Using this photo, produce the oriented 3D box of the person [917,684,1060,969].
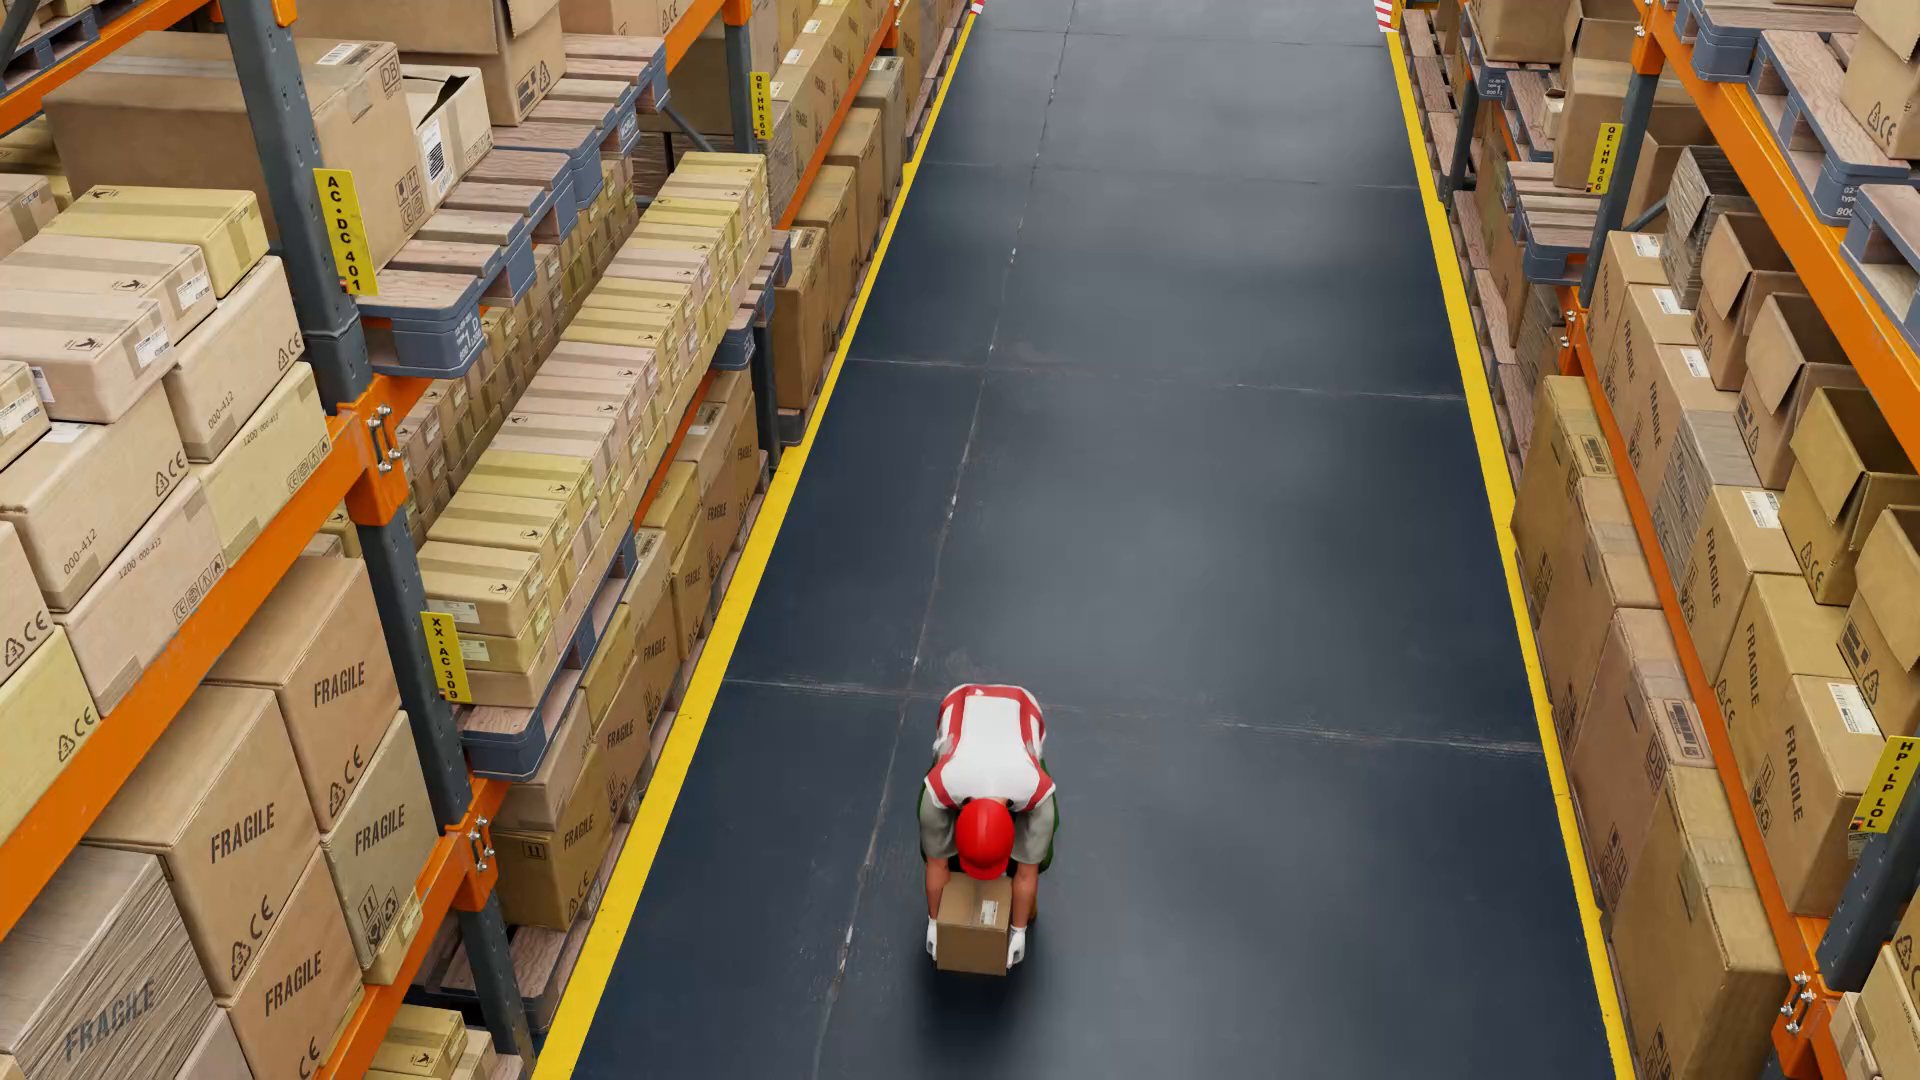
[{"bbox_3d":[0.098,1.100,6.146,0.533,1.026,0.958,3,36,4],"label":"person"}]
